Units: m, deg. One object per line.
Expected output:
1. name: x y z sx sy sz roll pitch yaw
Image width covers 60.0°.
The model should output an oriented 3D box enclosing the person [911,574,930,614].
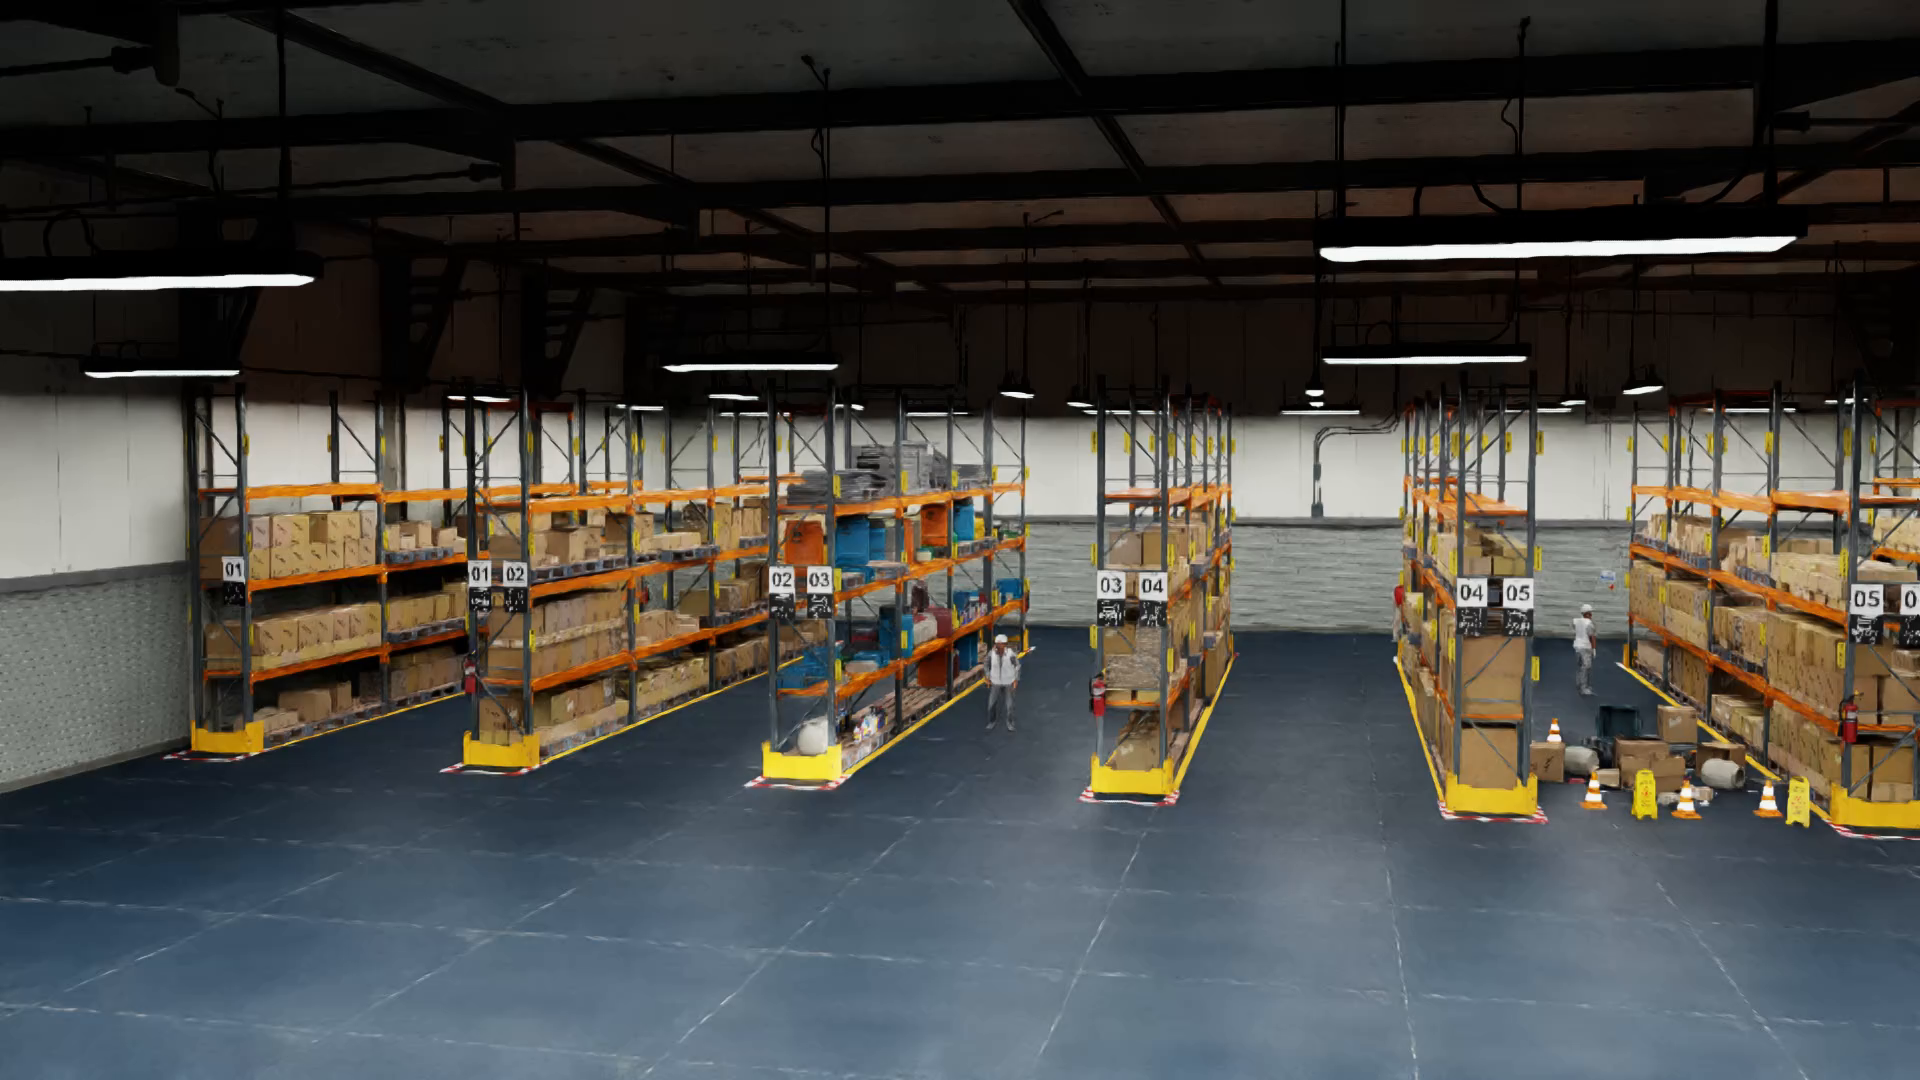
1. person: -0.957 1.798 42.197 0.771 1.550 0.576 -3 4 -41

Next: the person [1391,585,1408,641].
1. person: 11.311 1.738 42.337 0.564 1.677 0.950 2 4 28

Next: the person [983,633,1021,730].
1. person: 0.736 2.483 29.099 0.677 1.726 0.574 1 3 11

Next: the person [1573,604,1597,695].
1. person: 12.588 2.181 33.392 0.472 1.789 0.634 -1 3 -14
